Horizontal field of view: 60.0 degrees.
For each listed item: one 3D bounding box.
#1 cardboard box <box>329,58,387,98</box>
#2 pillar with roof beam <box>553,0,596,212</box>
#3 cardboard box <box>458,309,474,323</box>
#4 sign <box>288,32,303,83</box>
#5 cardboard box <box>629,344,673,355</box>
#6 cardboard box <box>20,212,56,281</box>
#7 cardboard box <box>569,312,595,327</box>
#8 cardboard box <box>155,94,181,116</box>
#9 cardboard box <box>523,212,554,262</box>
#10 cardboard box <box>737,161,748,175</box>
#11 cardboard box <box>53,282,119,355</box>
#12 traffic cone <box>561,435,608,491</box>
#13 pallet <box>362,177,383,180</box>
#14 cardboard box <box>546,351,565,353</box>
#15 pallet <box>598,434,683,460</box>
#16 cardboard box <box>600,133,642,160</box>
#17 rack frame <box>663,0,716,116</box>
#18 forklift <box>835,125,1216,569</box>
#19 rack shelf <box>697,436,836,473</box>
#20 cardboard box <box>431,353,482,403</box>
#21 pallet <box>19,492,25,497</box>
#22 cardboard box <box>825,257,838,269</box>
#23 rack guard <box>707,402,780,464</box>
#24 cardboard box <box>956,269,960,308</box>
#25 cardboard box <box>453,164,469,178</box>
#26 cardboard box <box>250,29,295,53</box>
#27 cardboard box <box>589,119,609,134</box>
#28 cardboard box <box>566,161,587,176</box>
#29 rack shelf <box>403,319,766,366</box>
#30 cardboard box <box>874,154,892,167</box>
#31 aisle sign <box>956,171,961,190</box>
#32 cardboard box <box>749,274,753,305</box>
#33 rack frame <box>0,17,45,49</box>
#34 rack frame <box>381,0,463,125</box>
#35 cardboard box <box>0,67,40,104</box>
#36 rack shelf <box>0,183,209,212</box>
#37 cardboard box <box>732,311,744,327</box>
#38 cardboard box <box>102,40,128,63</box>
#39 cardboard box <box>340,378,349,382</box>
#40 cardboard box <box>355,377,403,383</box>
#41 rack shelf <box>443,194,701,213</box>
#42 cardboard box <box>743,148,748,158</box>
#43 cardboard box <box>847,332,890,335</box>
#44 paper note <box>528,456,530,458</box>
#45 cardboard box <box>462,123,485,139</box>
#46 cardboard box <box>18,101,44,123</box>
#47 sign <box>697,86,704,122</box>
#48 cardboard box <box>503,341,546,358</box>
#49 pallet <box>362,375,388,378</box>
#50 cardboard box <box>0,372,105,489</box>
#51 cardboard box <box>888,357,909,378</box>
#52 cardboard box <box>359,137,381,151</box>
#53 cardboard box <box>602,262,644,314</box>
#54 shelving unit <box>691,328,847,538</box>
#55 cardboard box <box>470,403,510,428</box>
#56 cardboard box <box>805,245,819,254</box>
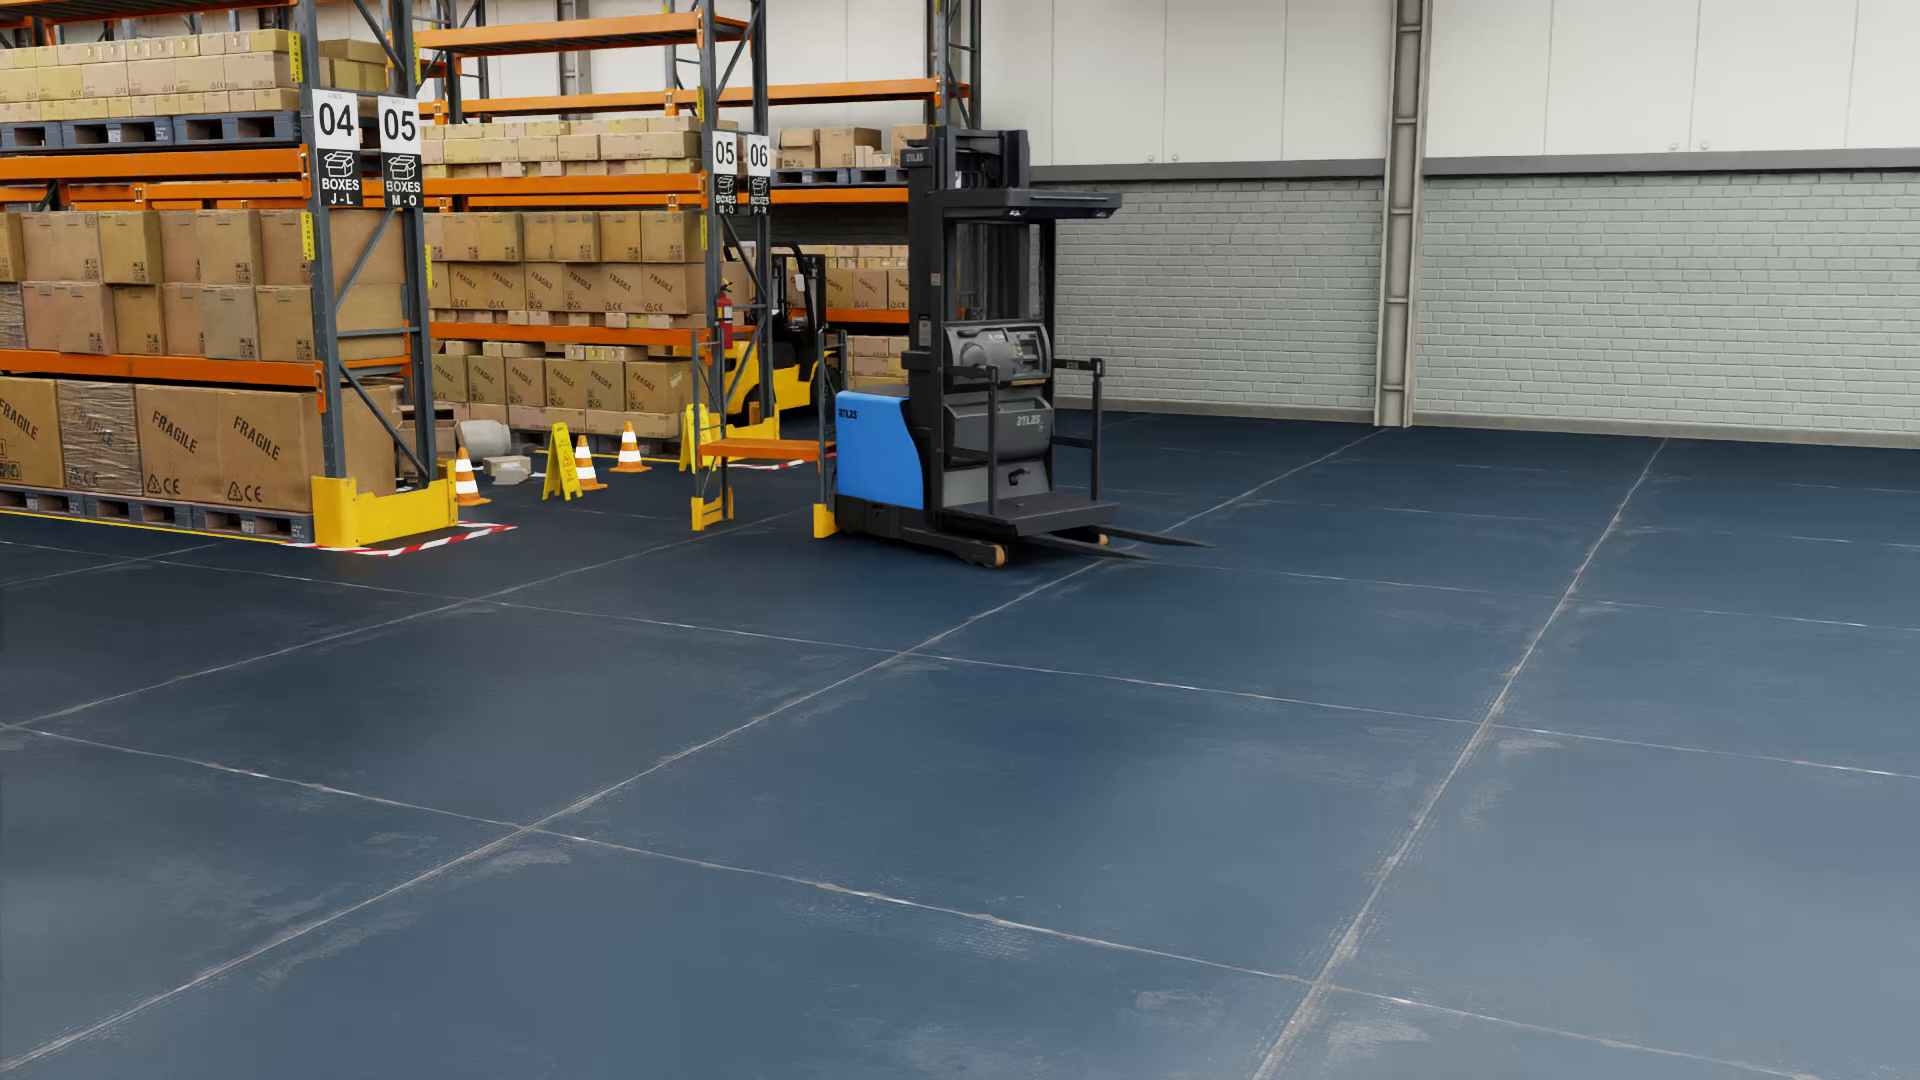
[{"bbox_3d":[-4.620,-3.405,12.326,0.500,0.250,0.500,5,11,26],"label":"cardboard box"},{"bbox_3d":[-7.520,-6.049,20.387,0.400,9.000,9.100,5,11,26],"label":"pillar with roof beam"},{"bbox_3d":[-5.147,-2.408,17.818,0.250,0.149,0.380,5,11,26],"label":"cardboard box"},{"bbox_3d":[-4.554,-3.309,11.404,0.005,0.325,0.100,5,11,26],"label":"sign"},{"bbox_3d":[-4.069,-2.506,23.142,0.625,0.625,0.875,6,12,28],"label":"cardboard box"},{"bbox_3d":[-7.028,-2.383,13.520,0.550,0.550,0.875,5,11,26],"label":"cardboard box"},{"bbox_3d":[-3.809,-2.282,17.119,0.250,0.149,0.380,5,11,25],"label":"cardboard box"},{"bbox_3d":[-5.662,-3.182,12.213,0.250,0.149,0.380,5,11,25],"label":"cardboard box"},{"bbox_3d":[-4.095,-3.140,17.231,0.500,0.500,0.700,5,11,25],"label":"cardboard box"},{"bbox_3d":[-2.355,-3.751,16.814,0.250,0.149,0.380,5,11,26],"label":"cardboard box"},{"bbox_3d":[-6.617,-1.782,13.235,0.550,0.550,0.875,5,11,26],"label":"cardboard box"},{"bbox_3d":[-3.344,-0.696,14.775,0.334,0.463,0.336,5,11,26],"label":"traffic cone"},{"bbox_3d":[-6.295,-4.085,18.482,1.003,0.211,1.213,5,11,26],"label":"pallet"},{"bbox_3d":[-4.682,-1.815,18.269,0.500,0.500,0.500,5,12,27],"label":"cardboard box"},{"bbox_3d":[-2.982,-1.024,17.294,1.213,0.211,1.003,5,11,26],"label":"pallet"},{"bbox_3d":[-3.224,-3.908,16.564,0.500,0.250,0.500,5,11,25],"label":"cardboard box"},{"bbox_3d":[-3.596,-6.381,22.217,0.127,3.000,1.000,5,11,26],"label":"rack frame"},{"bbox_3d":[0.413,-1.350,11.457,1.130,2.935,3.031,-9,14,-41],"label":"forklift"},{"bbox_3d":[-1.431,-0.655,12.645,1.000,0.185,0.538,3,11,17],"label":"rack shelf"},{"bbox_3d":[-5.379,-1.768,18.015,0.500,0.500,0.500,6,12,29],"label":"cardboard box"},{"bbox_3d":[-8.613,-0.514,14.475,1.213,0.211,1.003,5,11,26],"label":"pallet"},{"bbox_3d":[-1.605,-3.561,21.383,0.250,0.149,0.380,5,11,26],"label":"cardboard box"},{"bbox_3d":[-2.270,-1.096,16.883,0.348,0.500,1.175,5,11,26],"label":"rack guard"},{"bbox_3d":[-0.330,-3.246,21.461,0.500,0.500,0.500,5,12,28],"label":"cardboard box"},{"bbox_3d":[-5.136,-3.893,17.599,0.250,0.149,0.380,5,11,26],"label":"cardboard box"},{"bbox_3d":[-4.753,-3.495,11.701,0.250,0.149,0.380,5,11,26],"label":"cardboard box"},{"bbox_3d":[-3.508,-4.137,16.708,0.250,0.149,0.380,5,11,26],"label":"cardboard box"},{"bbox_3d":[-3.781,-3.761,16.874,0.250,0.149,0.380,5,11,24],"label":"cardboard box"},{"bbox_3d":[-3.995,-2.124,17.563,4.000,0.370,1.077,5,11,26],"label":"rack shelf"},{"bbox_3d":[-0.886,-4.738,20.811,0.250,0.149,0.380,5,11,24],"label":"cardboard box"},{"bbox_3d":[-0.080,-4.340,20.490,0.004,0.787,0.394,5,11,26],"label":"aisle sign"},{"bbox_3d":[-2.839,-3.363,22.106,0.500,0.500,0.500,5,12,27],"label":"cardboard box"},{"bbox_3d":[-7.888,-4.789,13.423,0.127,3.000,1.000,5,11,26],"label":"rack frame"},{"bbox_3d":[-5.789,-5.587,17.835,0.127,3.000,1.000,5,11,26],"label":"rack frame"},{"bbox_3d":[-7.120,-3.519,12.952,0.500,0.250,0.500,5,11,25],"label":"cardboard box"},{"bbox_3d":[-11.169,-4.230,20.779,4.000,0.370,1.077,5,11,26],"label":"rack shelf"},{"bbox_3d":[-2.414,-2.256,16.981,0.250,0.149,0.380,5,11,26],"label":"cardboard box"},{"bbox_3d":[-6.121,-3.615,12.365,0.250,0.149,0.380,5,11,26],"label":"cardboard box"},{"bbox_3d":[-6.549,-1.491,16.941,0.500,0.500,0.500,5,11,26],"label":"cardboard box"},{"bbox_3d":[-6.906,-1.646,19.102,0.625,0.372,0.950,6,12,29],"label":"cardboard box"},{"bbox_3d":[-5.389,-4.708,23.419,4.000,0.370,1.077,5,11,26],"label":"rack shelf"},{"bbox_3d":[-2.957,-5.012,21.868,0.500,0.311,0.500,5,12,27],"label":"cardboard box"},{"bbox_3d":[-1.249,-2.607,21.946,0.500,0.250,0.500,5,11,25],"label":"cardboard box"},{"bbox_3d":[-4.417,-0.829,16.723,0.148,0.019,0.142,1,10,6],"label":"paper note"},{"bbox_3d":[-4.948,-4.240,17.280,0.250,0.149,0.380,5,11,25],"label":"cardboard box"},{"bbox_3d":[-7.031,-3.302,12.877,0.250,0.149,0.380,5,11,25],"label":"cardboard box"},{"bbox_3d":[-2.465,-4.145,15.801,0.005,0.325,0.100,5,11,26],"label":"sign"},{"bbox_3d":[-4.589,-2.007,17.513,0.250,0.149,0.380,6,12,29],"label":"cardboard box"},{"bbox_3d":[-8.926,-2.533,25.632,1.213,0.211,1.003,5,11,26],"label":"pallet"},{"bbox_3d":[-7.355,-0.937,13.773,0.875,0.875,0.875,5,11,27],"label":"cardboard box"},{"bbox_3d":[-0.583,-2.201,21.109,0.500,0.250,0.500,5,11,25],"label":"cardboard box"},{"bbox_3d":[-6.376,-4.267,18.205,0.500,0.250,0.500,5,11,25],"label":"cardboard box"},{"bbox_3d":[-3.257,-2.555,16.808,0.500,0.500,0.500,5,11,26],"label":"cardboard box"},{"bbox_3d":[-1.440,-0.832,12.616,1.083,1.500,0.587,3,11,17],"label":"shelving unit"},{"bbox_3d":[-4.895,-1.359,17.859,0.500,0.250,0.500,6,12,29],"label":"cardboard box"},{"bbox_3d":[-1.801,-3.743,21.549,0.250,0.149,0.380,5,11,27],"label":"cardboard box"}]
